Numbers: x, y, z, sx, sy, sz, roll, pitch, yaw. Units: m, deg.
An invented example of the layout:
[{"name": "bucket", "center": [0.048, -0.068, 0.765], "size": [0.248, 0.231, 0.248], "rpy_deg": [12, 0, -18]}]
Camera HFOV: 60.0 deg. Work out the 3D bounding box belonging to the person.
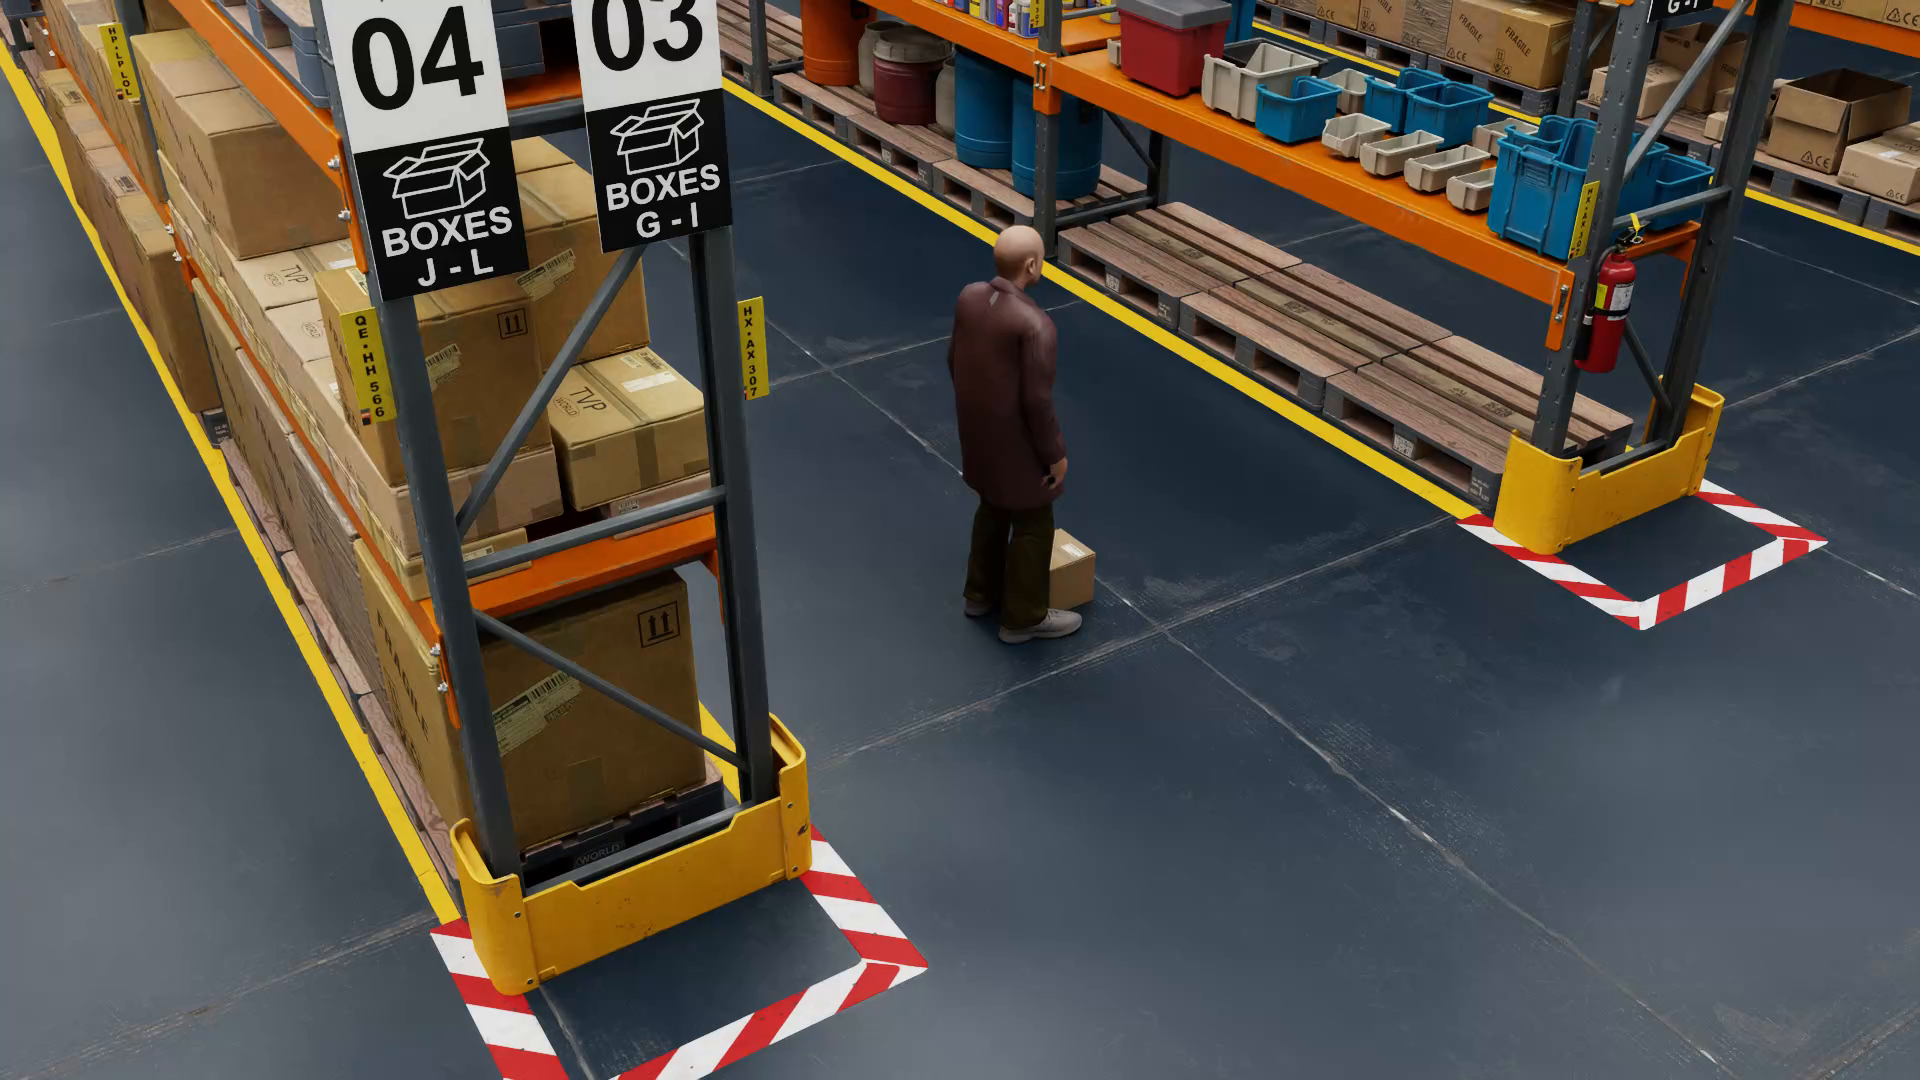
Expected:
[{"name": "person", "center": [0.204, -0.354, 6.887], "size": [0.429, 1.590, 0.647], "rpy_deg": [-21, 38, -30]}]
